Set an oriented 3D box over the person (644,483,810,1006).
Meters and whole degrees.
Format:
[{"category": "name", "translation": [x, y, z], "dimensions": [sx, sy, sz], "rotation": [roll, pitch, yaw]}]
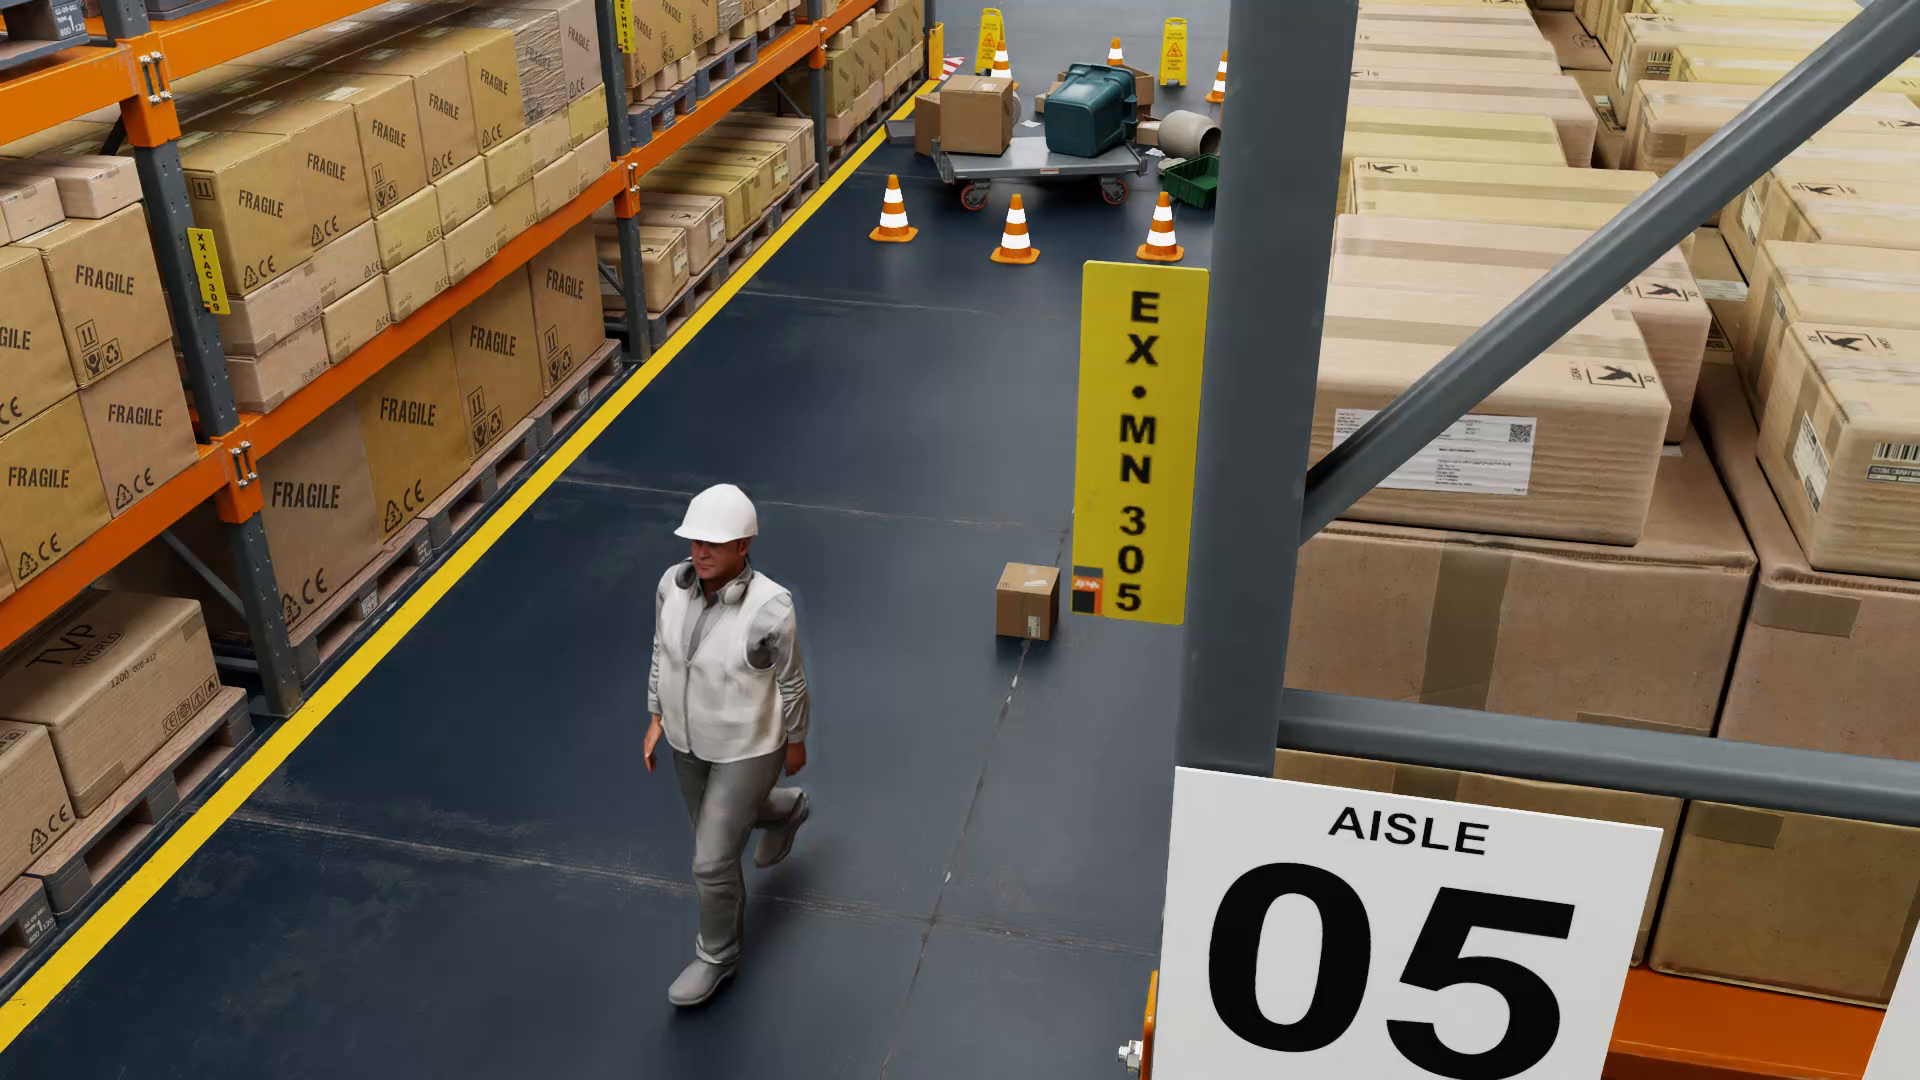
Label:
[{"category": "person", "translation": [-0.754, 0.606, 5.474], "dimensions": [0.532, 1.735, 0.931], "rotation": [18, 33, 29]}]
